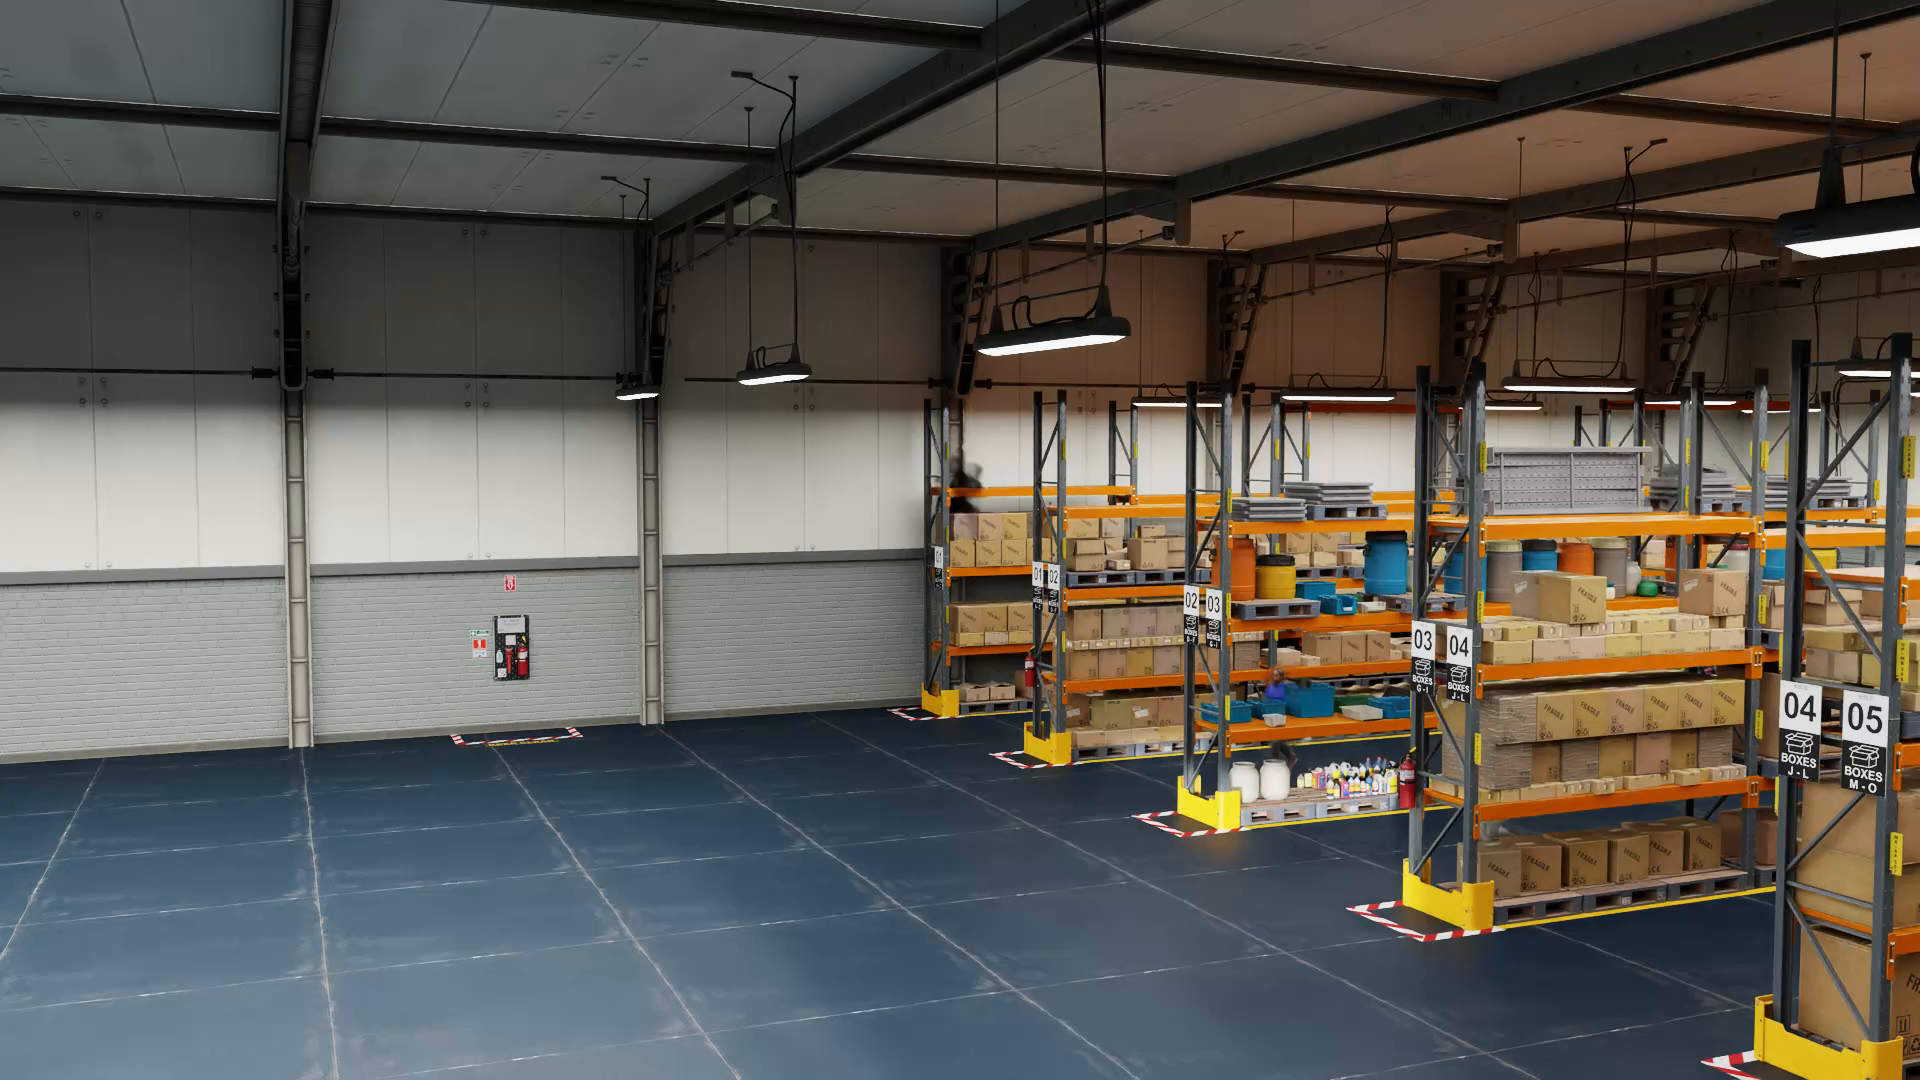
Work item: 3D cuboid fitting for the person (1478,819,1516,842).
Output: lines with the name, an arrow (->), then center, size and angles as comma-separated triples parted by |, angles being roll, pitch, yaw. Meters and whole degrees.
person -> 6.535, 3.154, 20.310 | 0.598, 1.638, 0.614 | -2, 4, -28

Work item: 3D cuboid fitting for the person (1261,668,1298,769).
person -> 4.936, 2.809, 25.661 | 0.870, 1.685, 0.595 | -2, 4, -35
